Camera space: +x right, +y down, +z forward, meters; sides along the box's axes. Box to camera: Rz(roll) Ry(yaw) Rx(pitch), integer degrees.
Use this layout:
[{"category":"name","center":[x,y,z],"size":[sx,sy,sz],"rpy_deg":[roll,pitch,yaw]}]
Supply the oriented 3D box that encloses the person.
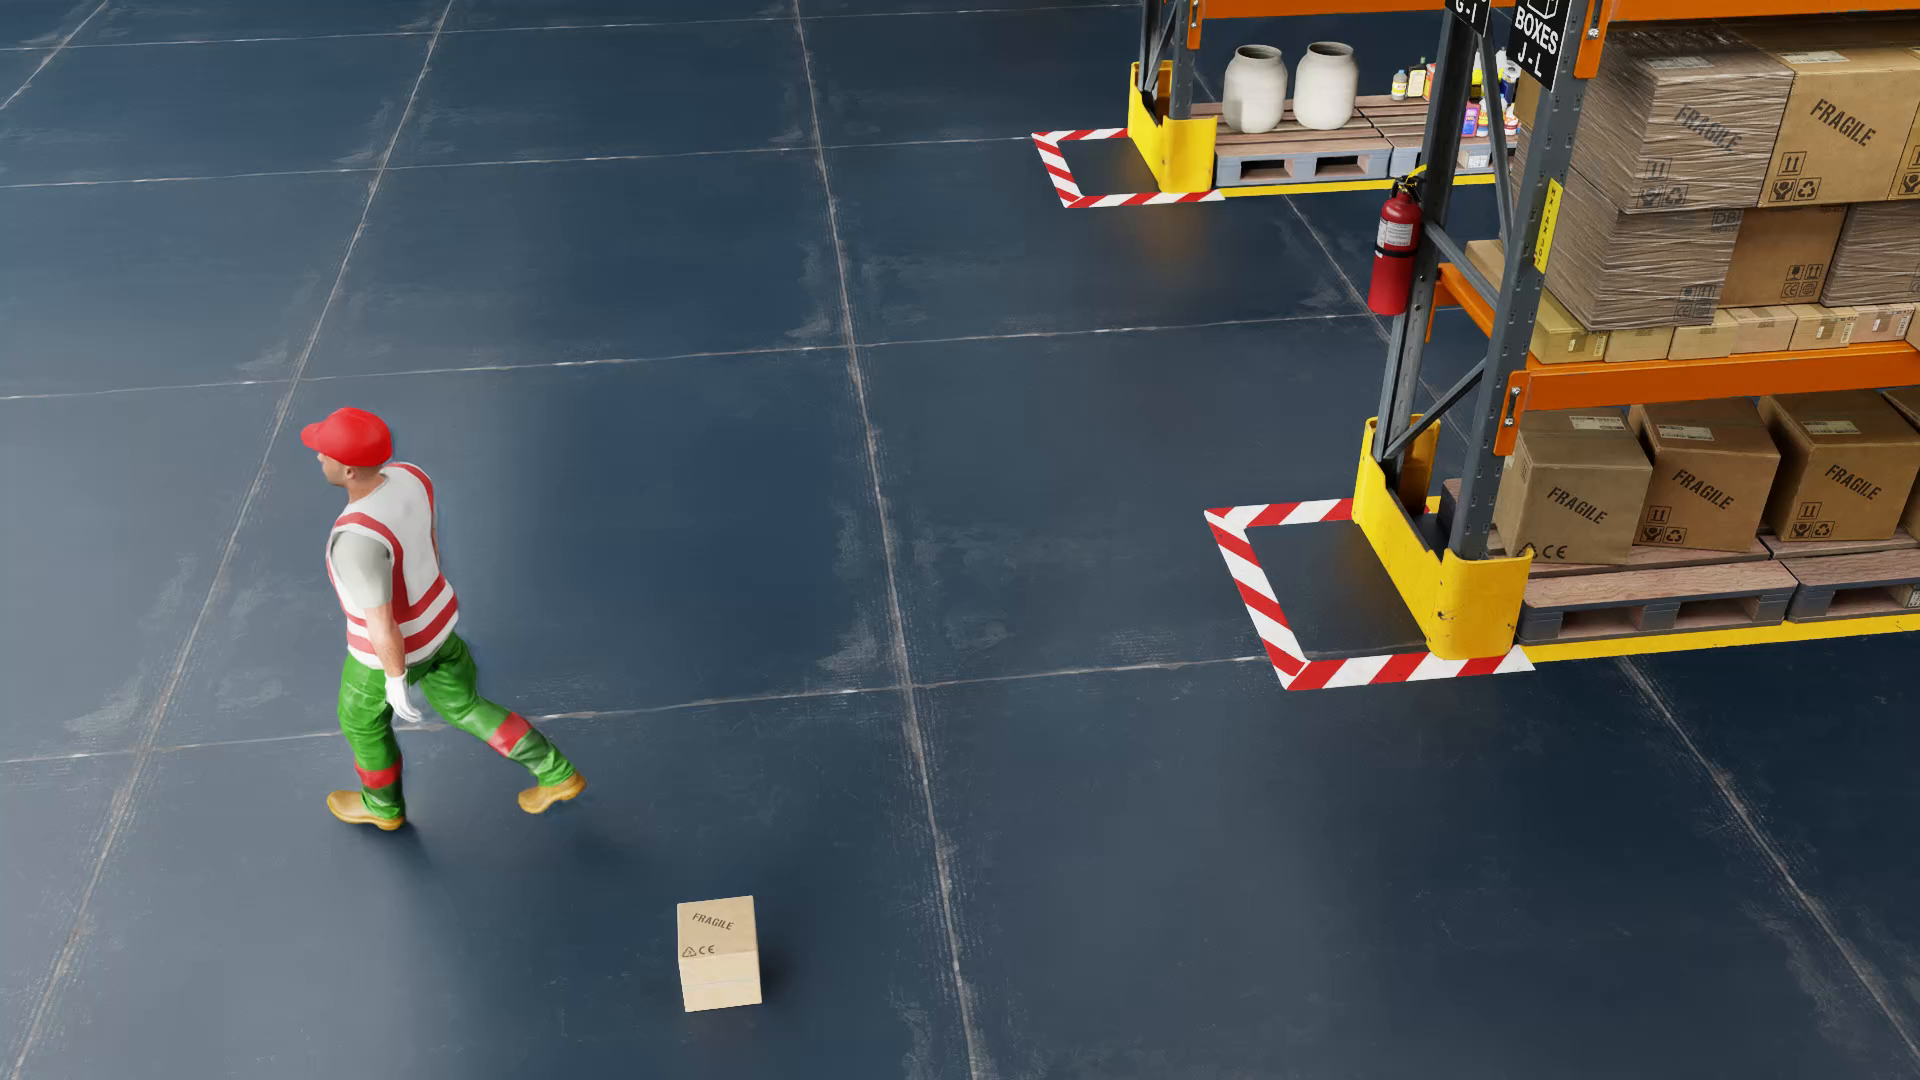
[{"category":"person","center":[-1.848,0.323,5.657],"size":[0.990,1.758,0.533],"rpy_deg":[8,35,12]}]
